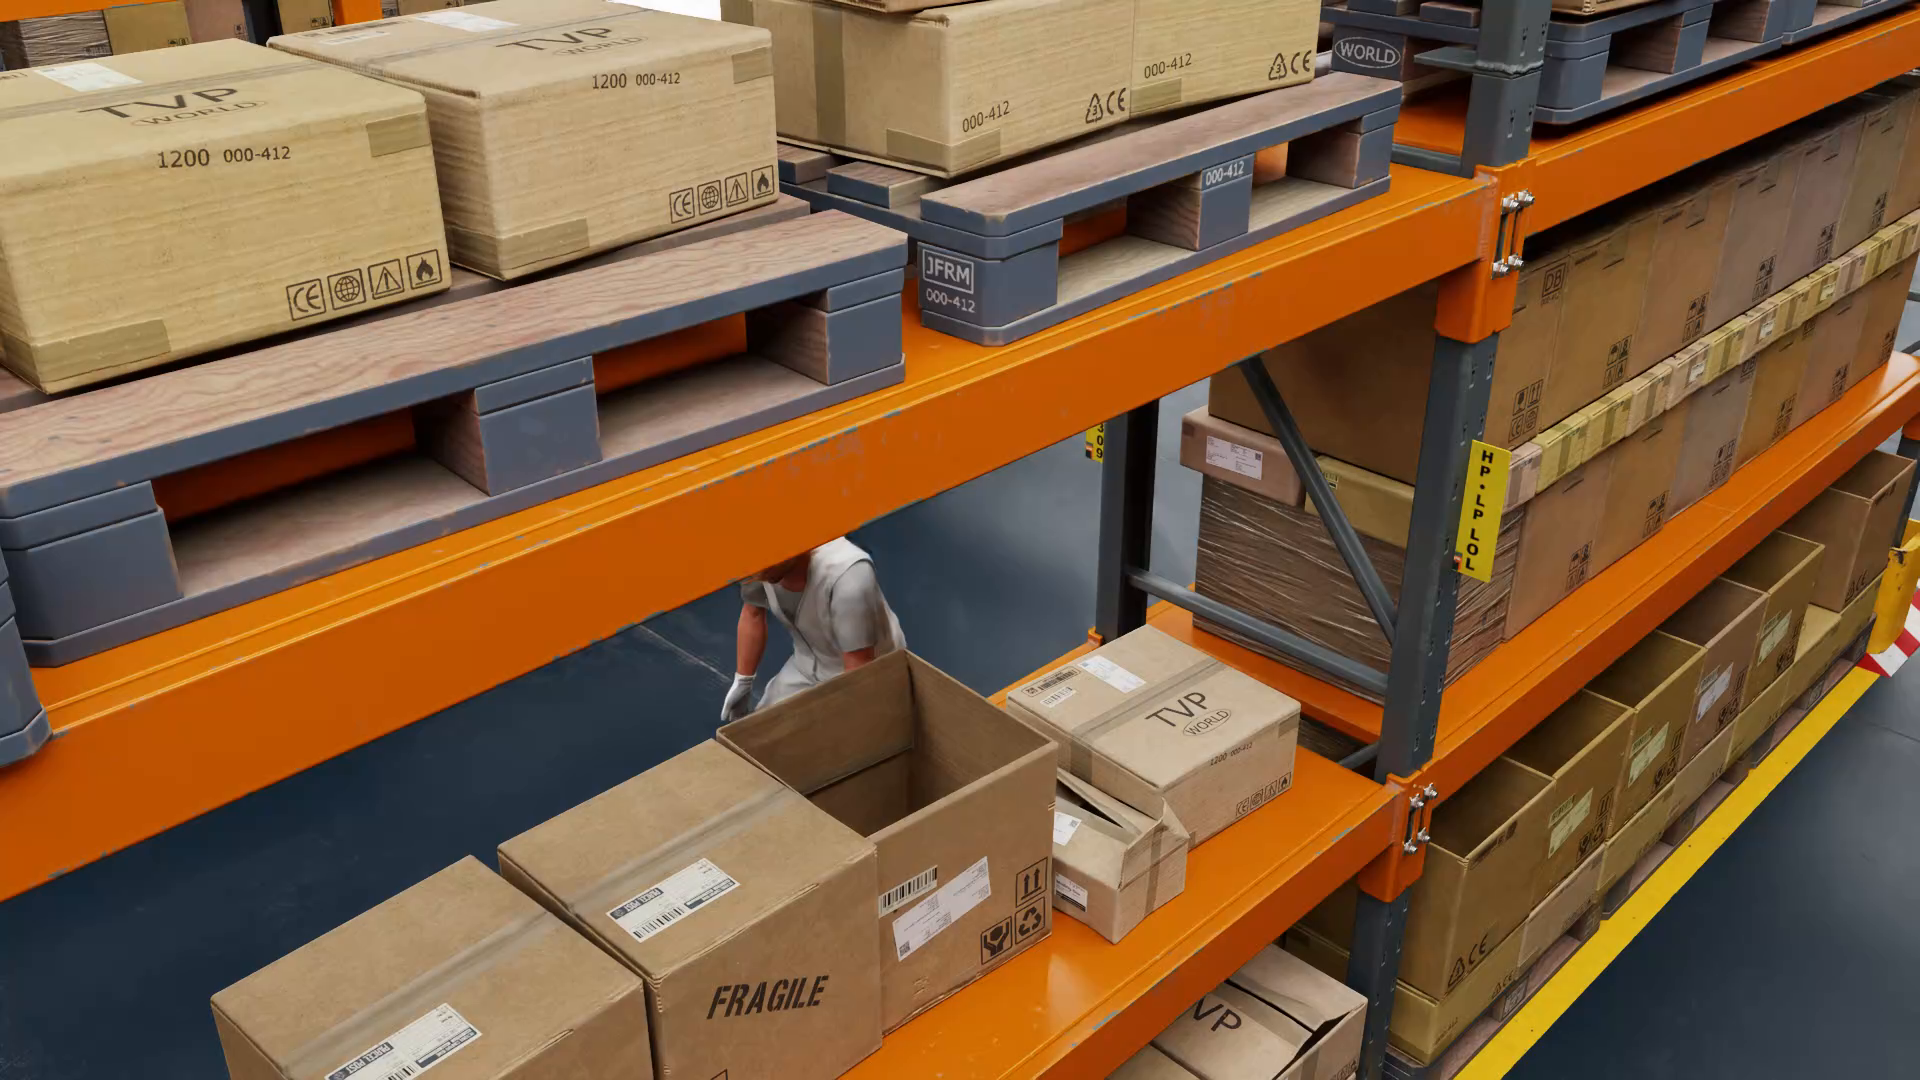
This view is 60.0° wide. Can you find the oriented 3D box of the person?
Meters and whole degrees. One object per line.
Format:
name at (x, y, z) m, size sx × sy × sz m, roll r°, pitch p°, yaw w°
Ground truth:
person at (-0.464, 0.495, 5.397) m, size 0.577 × 1.555 × 0.668 m, roll 24°, pitch 36°, yaw 38°
